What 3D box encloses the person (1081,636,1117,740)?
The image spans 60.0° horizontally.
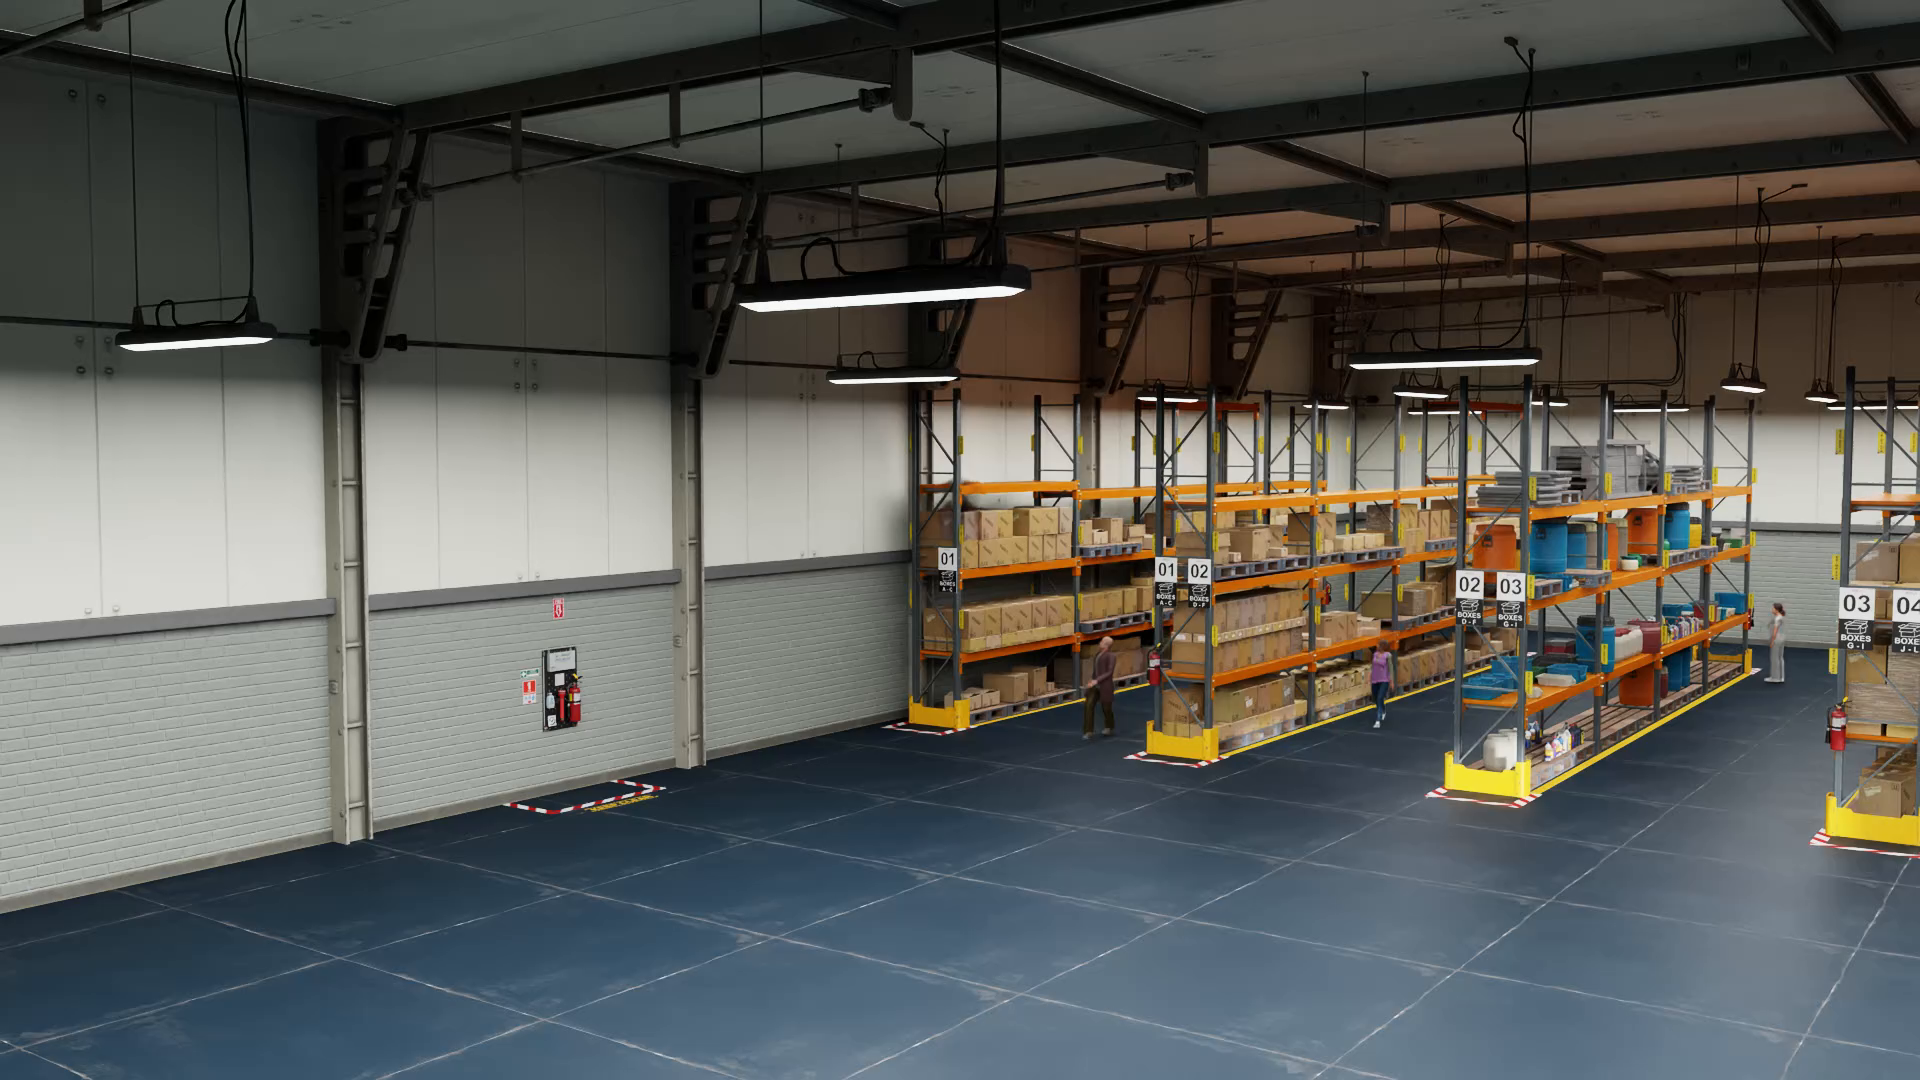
[{"bbox_3d":[2.433,2.558,28.465,0.582,1.826,0.892,3,4,39],"label":"person"}]

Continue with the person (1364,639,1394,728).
[{"bbox_3d":[7.506,2.526,29.658,0.544,1.555,0.840,2,4,31],"label":"person"}]

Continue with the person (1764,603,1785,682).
[{"bbox_3d":[17.192,2.162,35.068,0.376,1.684,0.514,3,4,38],"label":"person"}]
